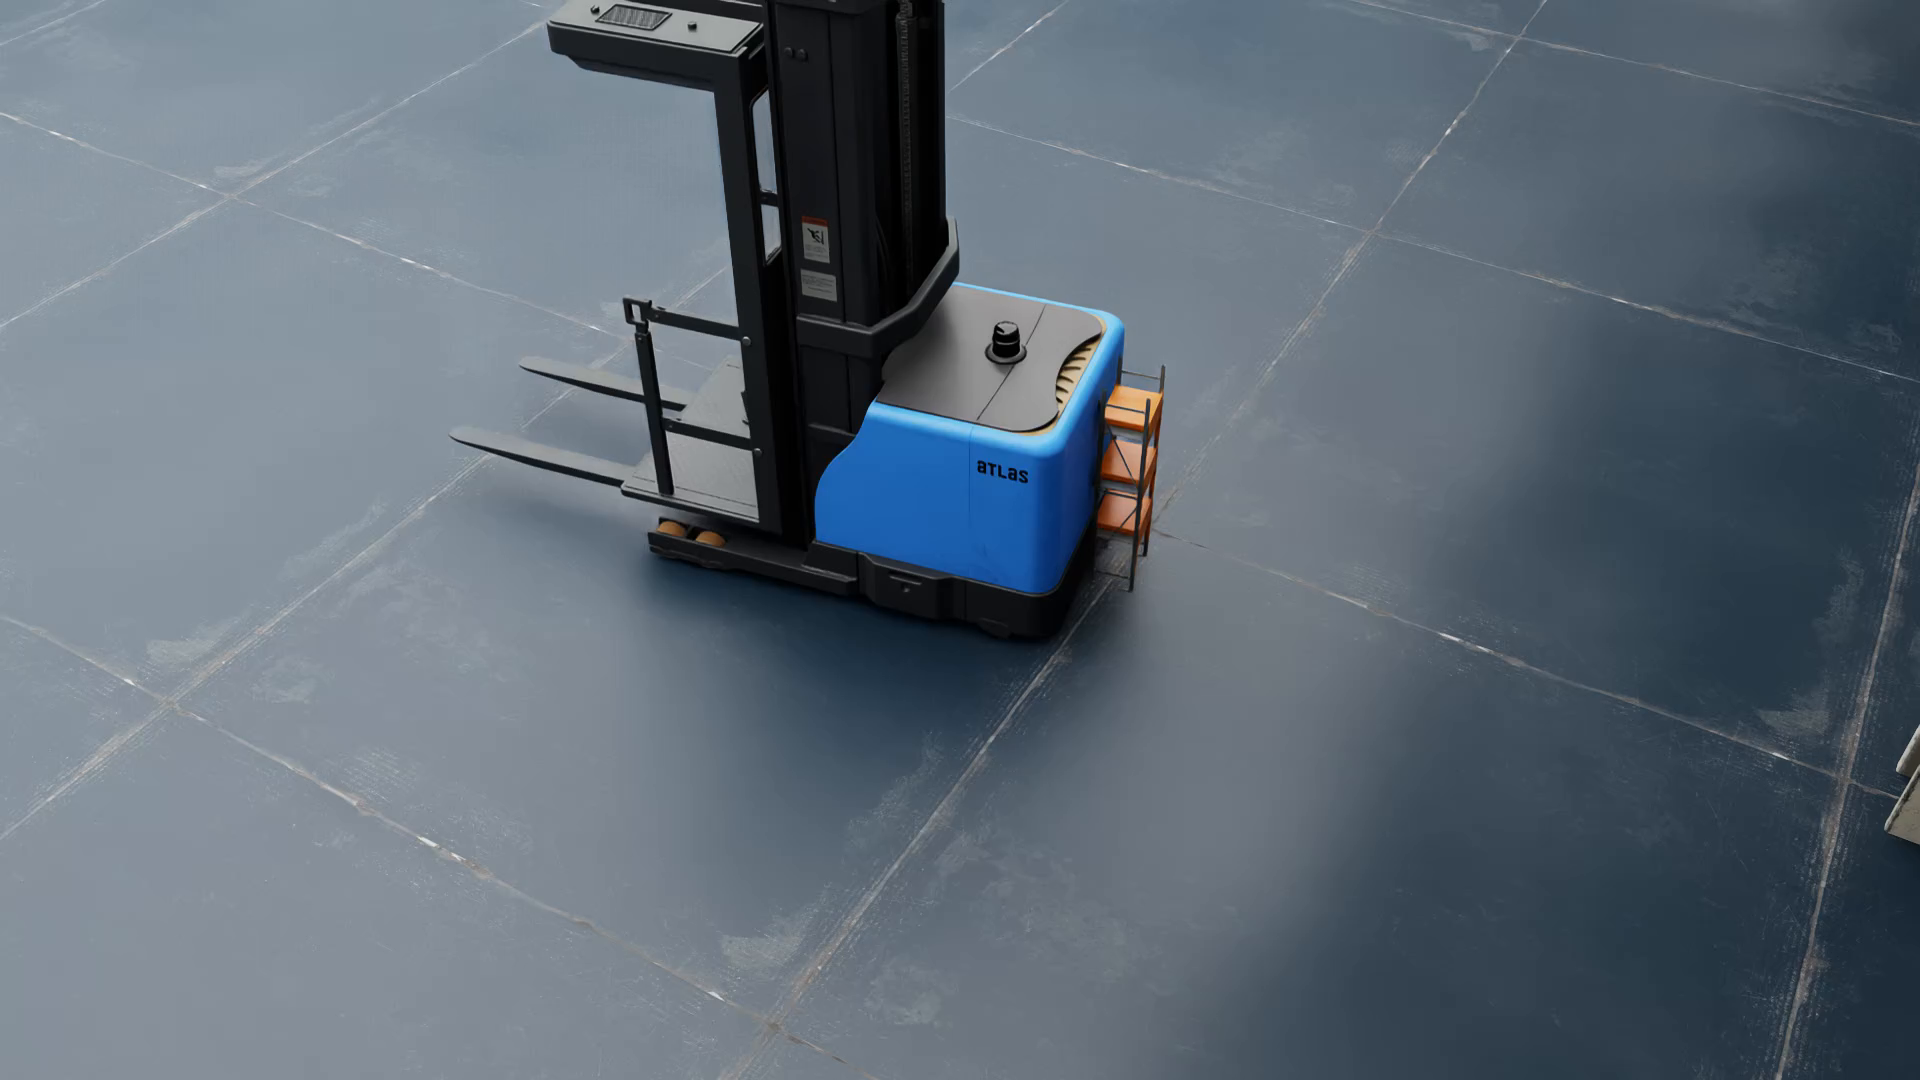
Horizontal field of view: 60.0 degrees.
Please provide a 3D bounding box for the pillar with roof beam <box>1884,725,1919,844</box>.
[{"bbox_3d":[0.013,-3.758,5.024,9.100,9.000,0.400,21,45,22],"label":"pillar with roof beam"}]

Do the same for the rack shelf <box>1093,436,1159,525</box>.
[{"bbox_3d":[0.705,-0.256,7.078,0.215,0.259,0.240,13,43,14],"label":"rack shelf"}]

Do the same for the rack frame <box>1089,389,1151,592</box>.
[{"bbox_3d":[0.665,-0.188,6.984,0.200,1.050,0.008,13,43,14],"label":"rack frame"}]

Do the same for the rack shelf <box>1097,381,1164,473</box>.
[{"bbox_3d":[0.705,-0.469,6.890,0.215,0.259,0.240,13,43,14],"label":"rack shelf"}]

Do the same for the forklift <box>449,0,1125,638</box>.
[{"bbox_3d":[-0.861,-1.285,6.807,3.031,2.935,1.130,14,43,15],"label":"forklift"}]

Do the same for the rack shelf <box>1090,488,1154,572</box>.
[{"bbox_3d":[0.705,-0.047,7.262,0.215,0.259,0.240,13,43,14],"label":"rack shelf"}]

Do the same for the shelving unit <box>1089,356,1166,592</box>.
[{"bbox_3d":[0.705,-0.264,7.071,0.215,1.050,0.252,13,43,14],"label":"shelving unit"}]

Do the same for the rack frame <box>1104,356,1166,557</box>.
[{"bbox_3d":[0.745,-0.340,7.157,0.200,1.050,0.008,13,43,14],"label":"rack frame"}]
